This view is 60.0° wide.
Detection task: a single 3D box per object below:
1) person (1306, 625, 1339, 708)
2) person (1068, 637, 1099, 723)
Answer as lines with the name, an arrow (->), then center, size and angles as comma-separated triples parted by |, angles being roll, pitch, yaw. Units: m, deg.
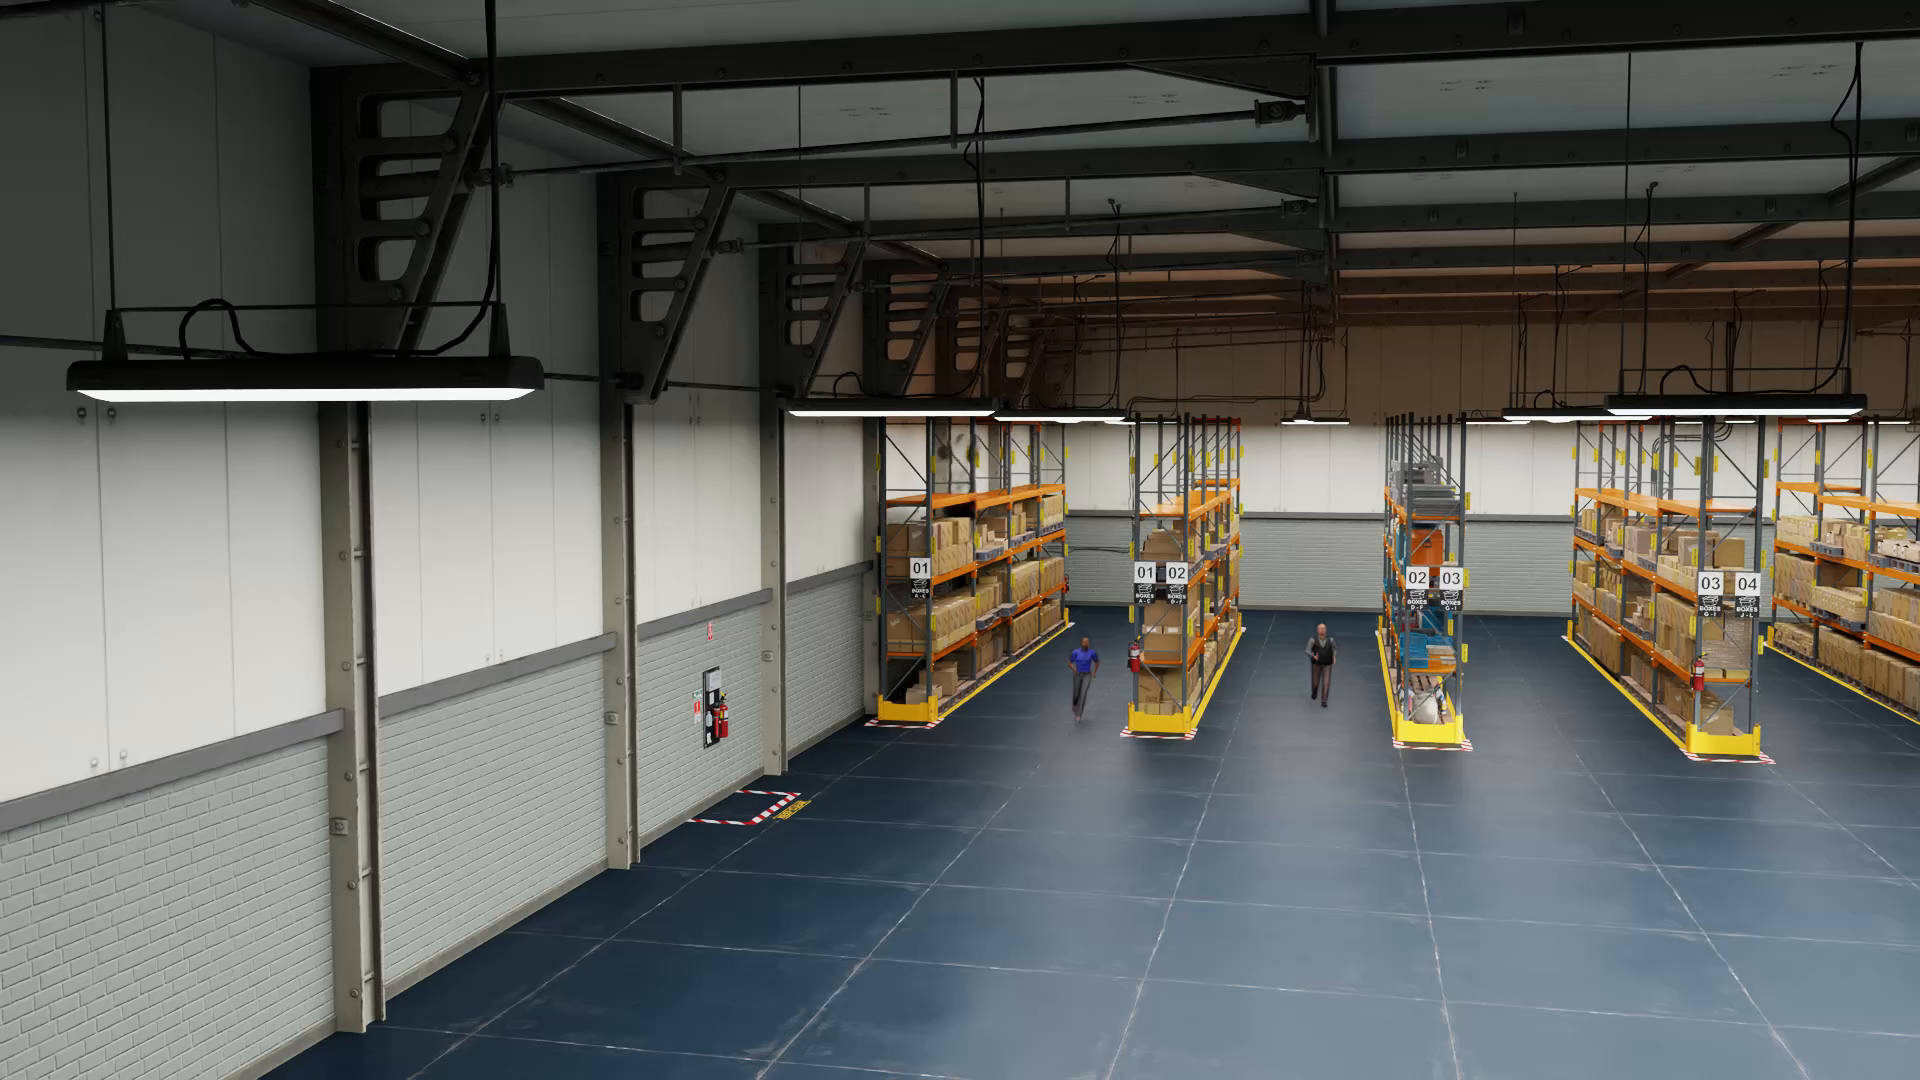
person -> 7.438, 2.579, 34.117 | 0.665, 1.674, 0.629 | 0, 4, 5
person -> 2.432, 2.724, 32.606 | 0.611, 1.631, 0.739 | 0, 4, 2
